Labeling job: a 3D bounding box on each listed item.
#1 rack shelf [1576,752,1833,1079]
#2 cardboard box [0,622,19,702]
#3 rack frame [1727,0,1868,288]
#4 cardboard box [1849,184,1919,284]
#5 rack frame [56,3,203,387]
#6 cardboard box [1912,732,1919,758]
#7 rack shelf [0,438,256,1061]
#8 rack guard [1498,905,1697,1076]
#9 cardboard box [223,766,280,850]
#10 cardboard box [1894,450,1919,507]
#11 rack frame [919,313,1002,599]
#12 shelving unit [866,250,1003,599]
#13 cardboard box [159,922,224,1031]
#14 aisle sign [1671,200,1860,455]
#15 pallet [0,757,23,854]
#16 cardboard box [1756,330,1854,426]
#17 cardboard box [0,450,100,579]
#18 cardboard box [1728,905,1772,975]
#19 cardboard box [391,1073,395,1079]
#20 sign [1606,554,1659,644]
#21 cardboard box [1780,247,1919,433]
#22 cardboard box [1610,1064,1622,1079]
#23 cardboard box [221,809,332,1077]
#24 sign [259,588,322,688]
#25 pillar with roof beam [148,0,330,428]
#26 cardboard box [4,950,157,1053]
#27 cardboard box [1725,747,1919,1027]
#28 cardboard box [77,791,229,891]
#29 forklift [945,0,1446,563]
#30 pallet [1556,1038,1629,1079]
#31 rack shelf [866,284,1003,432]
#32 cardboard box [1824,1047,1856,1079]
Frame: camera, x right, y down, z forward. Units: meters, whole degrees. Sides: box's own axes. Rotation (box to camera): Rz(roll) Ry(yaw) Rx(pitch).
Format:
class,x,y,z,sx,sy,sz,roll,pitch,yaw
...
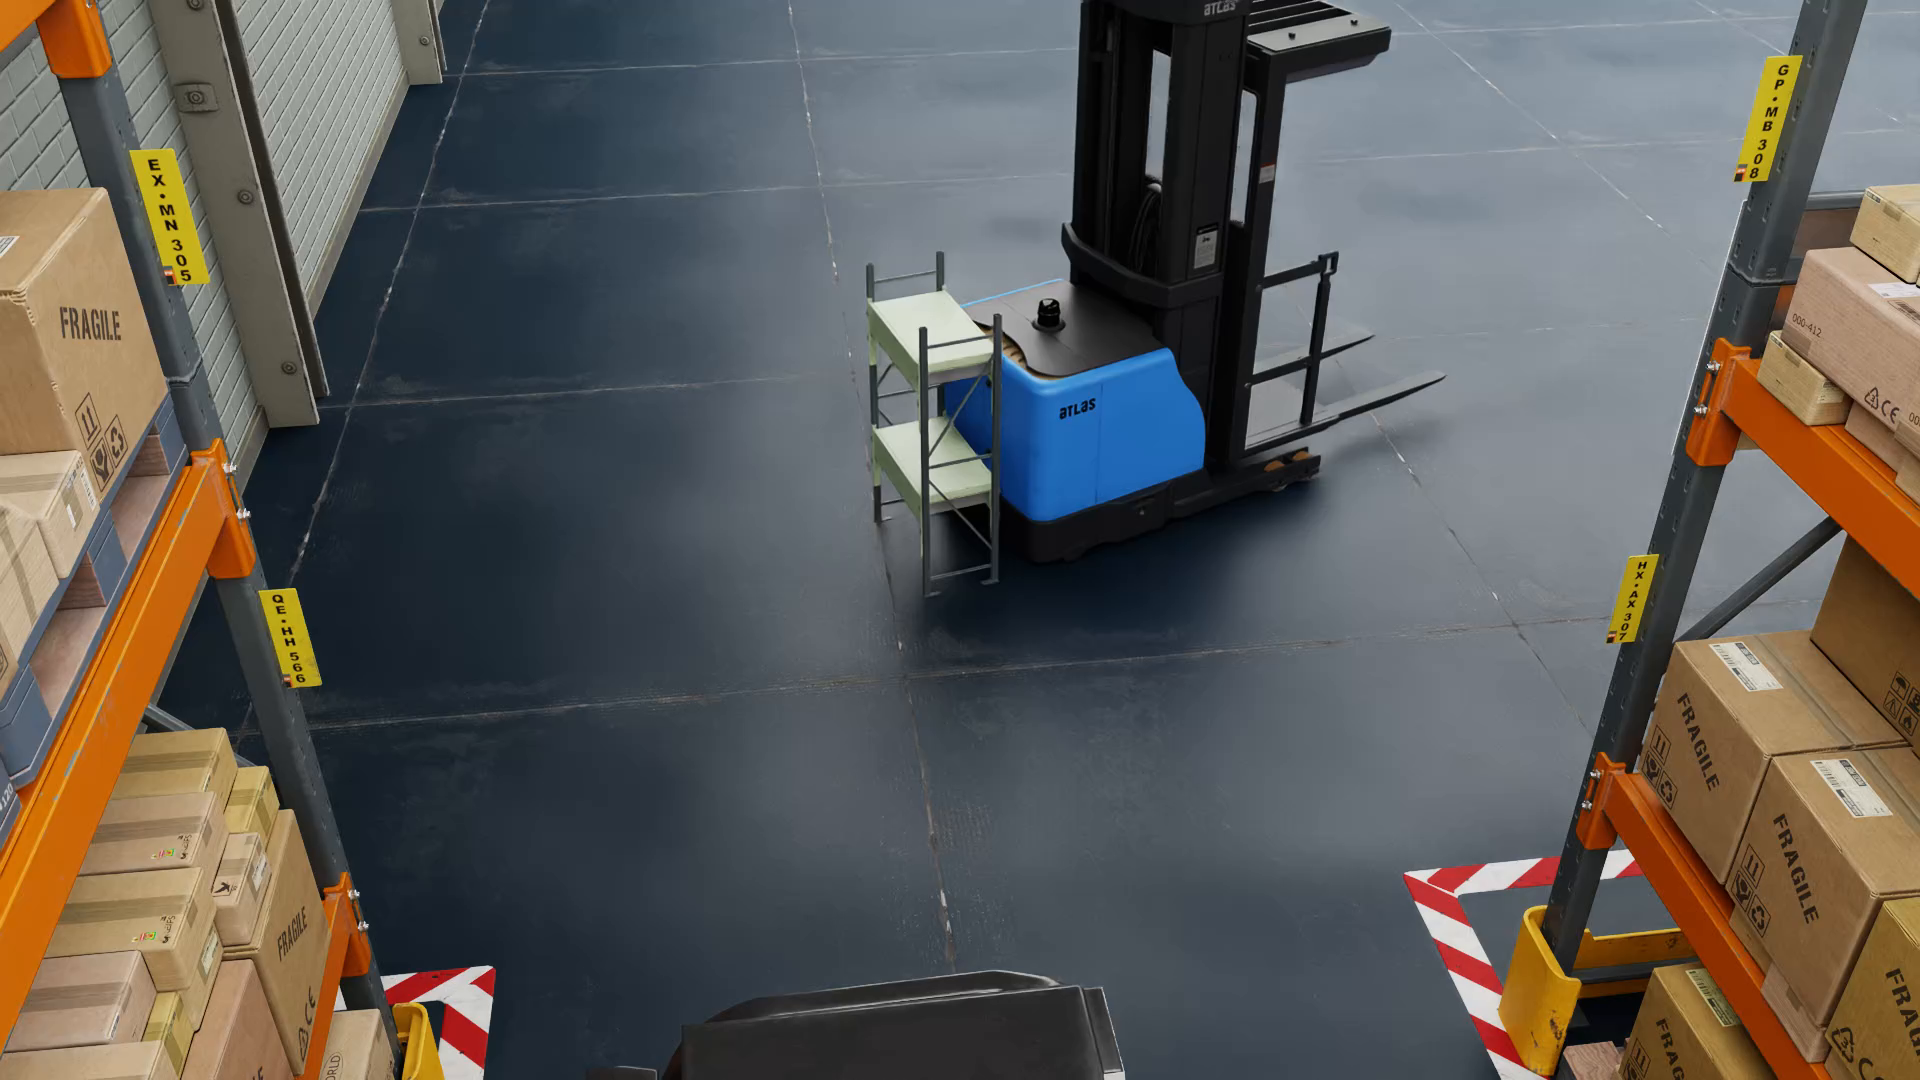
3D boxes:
class,x,y,z,sx,sy,sz,roll,pitch,yaw
rack shelf,2.851,1.911,3.921,1.077,0.370,4.000,-4,35,-6
cardboard box,-1.997,0.188,2.597,0.700,0.500,0.500,-4,34,-6
rack frame,2.582,-1.981,3.667,1.000,3.000,0.127,-4,35,-6
cardboard box,2.428,-0.754,4.044,0.380,0.149,0.250,-5,35,-7
rack frame,-2.336,-1.603,3.112,1.000,3.000,0.127,-4,35,-6
cardboard box,2.928,0.472,4.153,0.700,0.500,0.500,-4,34,-6
rack shelf,-2.067,1.050,2.521,1.077,0.370,4.000,-4,35,-6
rack guard,2.592,1.573,5.998,1.175,0.500,0.348,-4,35,-6
cardboard box,-2.012,0.739,4.338,0.380,0.149,0.250,-4,34,-6
cardboard box,2.430,-0.138,3.849,0.380,0.149,0.250,-3,34,-5
rack frame,0.003,-0.374,7.967,0.400,1.500,0.023,-13,36,-18
shelving unit,-0.132,-0.565,8.248,0.431,1.500,0.755,-13,36,-18
cardboard box,-1.974,1.028,3.912,0.380,0.149,0.250,-4,34,-5
aisle sign,2.266,-0.588,4.640,0.394,0.787,0.004,-4,35,-6
pallet,-2.099,0.752,2.398,1.003,0.211,1.213,-4,35,-6
cardboard box,2.305,-0.428,4.274,0.380,0.149,0.250,-4,35,-6
cardboard box,-1.924,-0.035,3.236,0.380,0.149,0.250,-5,35,-8
cardboard box,2.426,1.101,4.694,0.380,0.149,0.250,-5,35,-8
cardboard box,-1.961,1.880,4.953,0.500,0.250,0.500,-5,35,-7
sign,2.044,0.181,5.052,0.100,0.325,0.005,-4,35,-6
cardboard box,2.386,-0.502,4.028,0.500,0.250,0.500,-5,35,-7
cardboard box,2.416,1.932,5.321,0.500,0.250,0.500,-5,35,-7
cardboard box,-2.010,1.089,4.399,0.500,0.500,0.500,-5,35,-7
sign,-1.797,0.266,4.457,0.100,0.325,0.005,-4,35,-6
pillar with roof beam,0.323,-4.821,7.833,9.100,9.000,0.400,-4,35,-6
cardboard box,-1.993,1.051,3.615,0.380,0.149,0.250,-4,34,-6
cardboard box,2.444,0.908,4.402,0.500,0.500,0.500,-3,34,-5
cardboard box,-2.015,0.763,4.038,0.380,0.149,0.250,-4,35,-6
forklift,1.398,-1.711,8.658,3.031,2.935,1.130,-19,39,-26
pallet,2.666,2.148,5.410,1.003,0.211,1.213,-4,35,-6
rack shelf,-0.132,-0.888,8.028,0.431,0.370,0.720,-13,36,-18
cardboard box,2.482,1.388,4.273,0.380,0.149,0.250,-3,34,-5
